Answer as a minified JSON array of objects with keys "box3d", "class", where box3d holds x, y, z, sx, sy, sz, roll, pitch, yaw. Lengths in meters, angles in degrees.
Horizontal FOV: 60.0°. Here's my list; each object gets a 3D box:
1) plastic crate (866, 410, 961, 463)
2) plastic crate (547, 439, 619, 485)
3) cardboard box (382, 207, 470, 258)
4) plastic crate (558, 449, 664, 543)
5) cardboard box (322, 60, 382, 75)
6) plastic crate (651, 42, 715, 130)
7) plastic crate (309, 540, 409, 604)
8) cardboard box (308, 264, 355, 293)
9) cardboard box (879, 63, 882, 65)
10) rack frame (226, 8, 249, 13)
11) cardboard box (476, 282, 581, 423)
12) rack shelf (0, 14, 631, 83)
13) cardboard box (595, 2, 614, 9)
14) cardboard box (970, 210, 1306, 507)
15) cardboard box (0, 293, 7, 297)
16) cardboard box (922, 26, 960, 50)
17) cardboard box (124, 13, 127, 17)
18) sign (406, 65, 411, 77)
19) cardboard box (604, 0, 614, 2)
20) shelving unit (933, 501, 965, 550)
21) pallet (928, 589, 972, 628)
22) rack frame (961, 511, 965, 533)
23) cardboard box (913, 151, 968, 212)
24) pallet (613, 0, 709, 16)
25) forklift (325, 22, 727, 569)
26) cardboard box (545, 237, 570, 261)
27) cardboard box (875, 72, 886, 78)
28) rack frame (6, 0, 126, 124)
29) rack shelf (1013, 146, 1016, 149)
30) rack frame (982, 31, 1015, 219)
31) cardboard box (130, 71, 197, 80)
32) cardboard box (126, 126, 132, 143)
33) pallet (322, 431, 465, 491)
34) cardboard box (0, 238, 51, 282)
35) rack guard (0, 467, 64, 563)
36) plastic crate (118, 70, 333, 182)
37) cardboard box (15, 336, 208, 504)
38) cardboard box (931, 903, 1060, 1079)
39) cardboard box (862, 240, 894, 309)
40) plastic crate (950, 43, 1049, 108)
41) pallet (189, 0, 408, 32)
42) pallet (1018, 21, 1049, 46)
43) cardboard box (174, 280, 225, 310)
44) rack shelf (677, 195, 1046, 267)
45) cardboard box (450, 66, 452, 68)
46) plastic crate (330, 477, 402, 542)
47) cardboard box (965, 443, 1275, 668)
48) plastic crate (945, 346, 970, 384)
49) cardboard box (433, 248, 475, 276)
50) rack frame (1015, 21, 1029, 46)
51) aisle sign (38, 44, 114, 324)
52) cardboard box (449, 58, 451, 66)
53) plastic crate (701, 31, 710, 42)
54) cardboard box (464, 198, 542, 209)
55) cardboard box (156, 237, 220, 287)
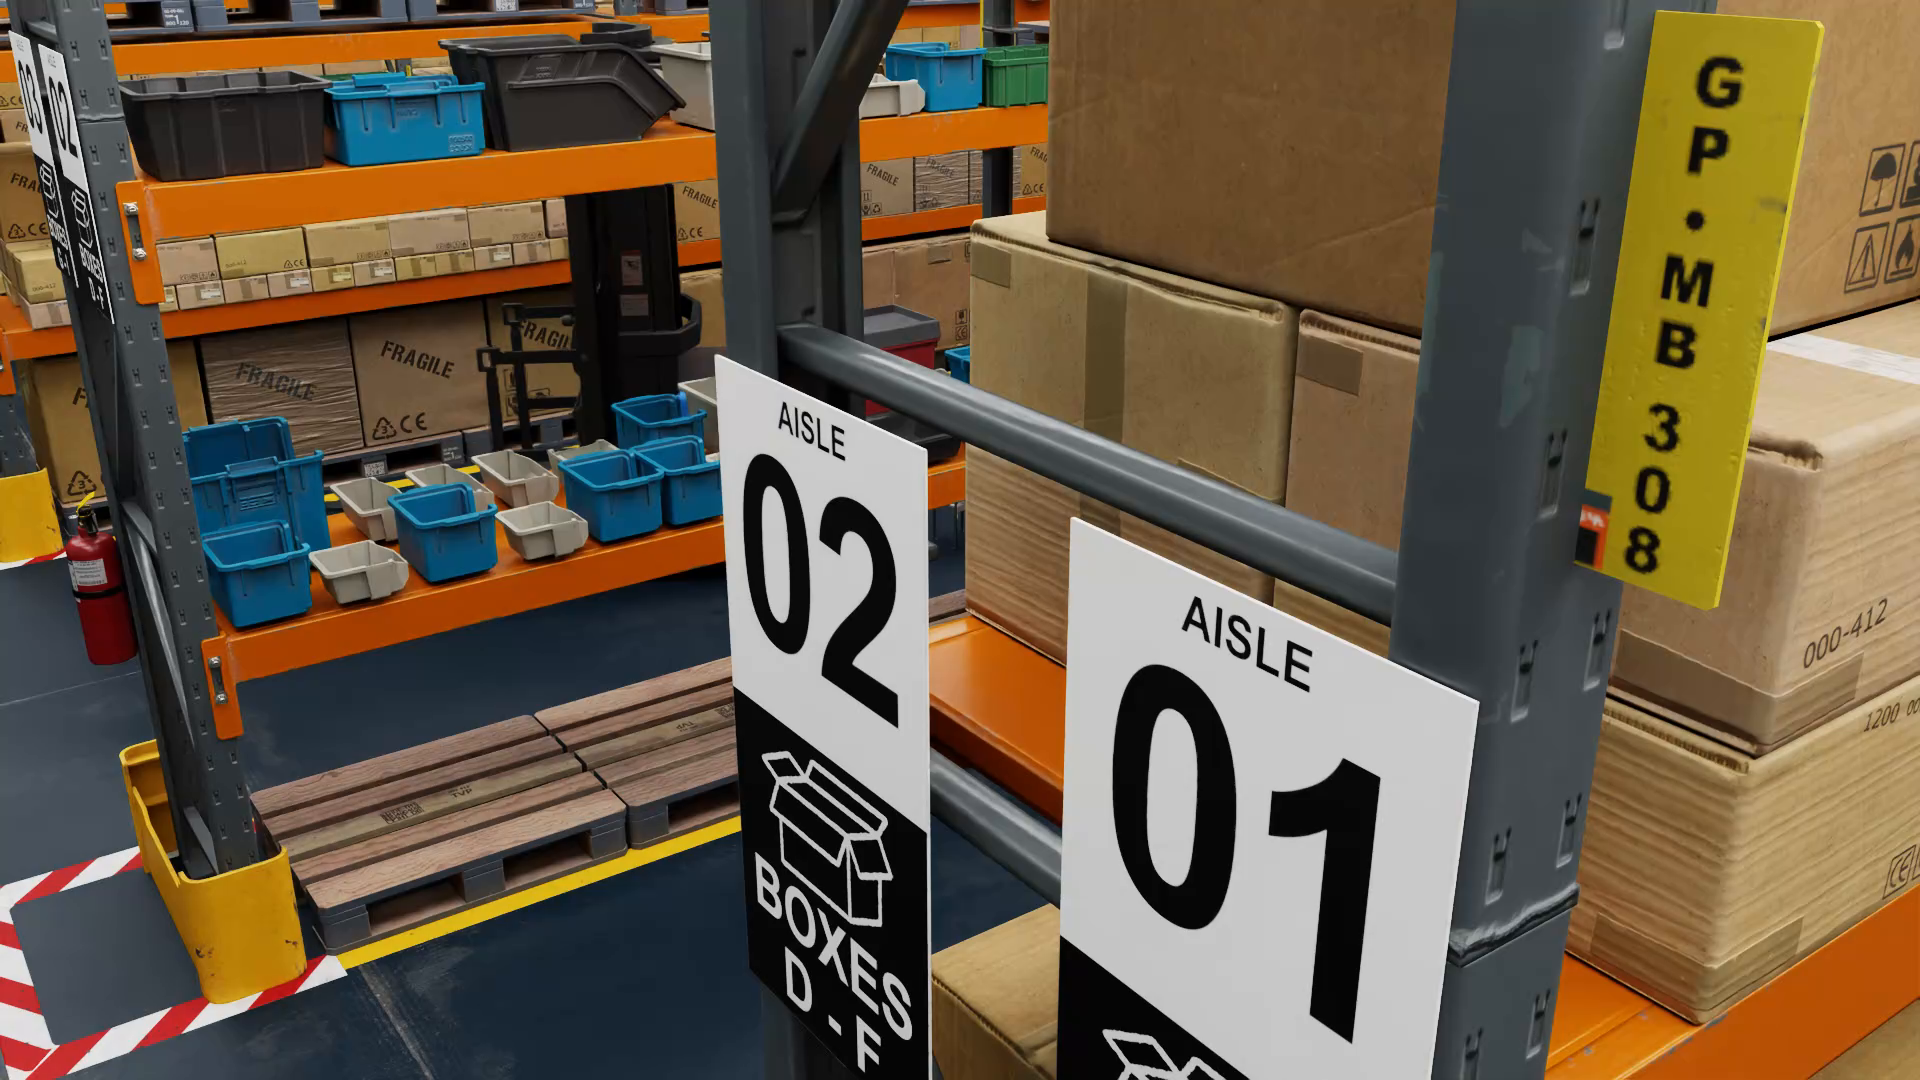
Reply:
[{"box3d":[-0.306,-0.423,7.198,0.590,0.125,0.437,-15,26,-33],"class":"plastic crate"},{"box3d":[-1.560,-0.312,6.905,0.250,0.136,0.298,-15,26,-33],"class":"plastic crate"},{"box3d":[-3.485,-2.006,10.678,0.500,0.250,0.500,-14,26,-32],"class":"cardboard box"},{"box3d":[-1.340,-0.169,6.418,0.300,0.233,0.416,-15,26,-33],"class":"plastic crate"},{"box3d":[-5.485,-4.316,14.779,0.500,0.500,0.500,-16,27,-35],"class":"cardboard box"},{"box3d":[-0.822,-1.705,6.234,0.530,0.282,0.437,-15,26,-33],"class":"plastic crate"},{"box3d":[-2.100,0.116,5.833,0.298,0.136,0.250,-15,26,-33],"class":"plastic crate"},{"box3d":[-3.965,-1.664,10.358,0.250,0.149,0.380,-16,27,-34],"class":"cardboard box"},{"box3d":[-1.081,-4.889,17.966,0.500,0.500,0.500,-15,26,-33],"class":"cardboard box"},{"box3d":[-8.235,-5.317,19.174,0.127,3.000,1.000,-15,26,-33],"class":"rack frame"},{"box3d":[-3.029,-1.425,11.720,0.875,0.875,0.875,-15,26,-33],"class":"cardboard box"},{"box3d":[-4.070,-2.962,10.195,4.000,0.370,1.077,-15,26,-33],"class":"rack shelf"},{"box3d":[-4.487,-6.590,21.261,0.500,0.500,0.500,-16,27,-34],"class":"cardboard box"},{"box3d":[0.357,-0.232,1.912,0.500,0.250,0.500,-15,26,-33],"class":"cardboard box"},{"box3d":[-7.933,-2.029,13.813,0.250,0.149,0.380,-14,26,-31],"class":"cardboard box"},{"box3d":[-0.405,-5.653,18.531,0.500,0.500,0.700,-15,26,-33],"class":"cardboard box"},{"box3d":[-8.873,-5.535,18.237,0.500,0.500,0.500,-15,26,-34],"class":"cardboard box"},{"box3d":[-4.938,-4.090,14.931,0.005,0.325,0.100,-15,26,-33],"class":"sign"},{"box3d":[-4.368,-6.860,21.937,0.500,0.500,0.500,-15,26,-34],"class":"cardboard box"},{"box3d":[-0.007,-0.416,9.725,0.210,0.900,0.258,-15,26,-33],"class":"shelving unit"},{"box3d":[-0.129,0.620,8.057,1.213,0.211,1.003,-15,26,-33],"class":"pallet"},{"box3d":[0.076,-0.438,9.780,0.006,0.900,0.240,-15,26,-33],"class":"rack frame"},{"box3d":[-0.284,-2.847,12.849,0.500,0.500,0.500,-16,27,-35],"class":"cardboard box"},{"box3d":[-1.732,-3.853,11.716,1.217,0.209,0.805,-16,27,-35],"class":"pallet"},{"box3d":[-2.283,-1.306,9.214,3.031,2.935,1.130,-3,22,-6],"class":"forklift"},{"box3d":[-2.712,-1.998,11.196,0.250,0.149,0.380,-14,26,-32],"class":"cardboard box"},{"box3d":[-0.874,-3.273,12.563,0.637,0.503,0.797,-14,26,-31],"class":"cardboard box"},{"box3d":[-2.801,-2.766,4.686,0.127,3.000,1.000,-15,26,-33],"class":"rack frame"},{"box3d":[2.069,-2.337,8.630,4.000,0.370,1.077,-15,26,-33],"class":"rack shelf"},{"box3d":[0.446,-0.846,7.968,0.127,3.000,1.000,-15,26,-33],"class":"rack frame"},{"box3d":[-6.736,-3.979,13.934,0.500,0.500,0.500,-16,27,-34],"class":"cardboard box"},{"box3d":[-7.158,-3.408,13.854,0.500,0.500,0.500,-15,26,-32],"class":"cardboard box"},{"box3d":[-4.101,-0.634,11.200,1.213,0.211,1.003,-15,26,-33],"class":"pallet"},{"box3d":[-5.456,-1.723,9.968,0.500,0.250,0.500,-15,26,-34],"class":"cardboard box"},{"box3d":[-5.713,-0.304,9.983,0.348,0.500,1.175,-15,26,-33],"class":"rack guard"},{"box3d":[-2.326,-1.312,5.265,0.590,0.269,0.497,-15,26,-33],"class":"plastic crate"},{"box3d":[-5.221,-0.841,10.256,0.875,0.875,0.875,-15,26,-33],"class":"cardboard box"},{"box3d":[0.289,0.821,2.307,0.500,0.500,0.500,-15,26,-33],"class":"cardboard box"},{"box3d":[-1.214,-1.882,12.866,0.875,0.875,1.225,-16,27,-35],"class":"cardboard box"},{"box3d":[0.278,-1.958,6.994,0.662,0.188,0.450,-15,26,-33],"class":"plastic crate"},{"box3d":[-4.107,-3.251,10.069,1.213,0.211,1.003,-15,26,-33],"class":"pallet"},{"box3d":[1.025,-2.350,7.946,1.003,0.211,1.213,-15,26,-33],"class":"pallet"},{"box3d":[-4.587,-1.499,9.945,0.250,0.149,0.380,-15,26,-34],"class":"cardboard box"},{"box3d":[-0.823,-2.434,12.920,4.000,0.370,1.077,-15,26,-33],"class":"rack shelf"},{"box3d":[-6.070,-5.706,20.351,0.500,0.250,0.500,-15,26,-33],"class":"cardboard box"},{"box3d":[-2.245,-0.116,6.415,0.243,0.136,0.396,-15,26,-33],"class":"plastic crate"},{"box3d":[0.352,-0.003,2.011,0.500,0.250,0.500,-15,26,-33],"class":"cardboard box"},{"box3d":[0.266,-0.662,7.449,0.575,0.384,0.392,-15,26,-33],"class":"plastic crate"},{"box3d":[-3.338,-1.831,10.778,0.250,0.149,0.380,-14,26,-32],"class":"cardboard box"},{"box3d":[0.800,-3.201,13.872,0.127,3.000,1.000,-15,26,-33],"class":"rack frame"},{"box3d":[-2.686,-1.082,5.054,0.004,0.787,0.394,-15,26,-33],"class":"aisle sign"},{"box3d":[-6.050,-5.935,20.250,0.500,0.250,0.500,-16,27,-34],"class":"cardboard box"},{"box3d":[-0.723,-1.992,6.969,0.590,0.269,0.497,-15,26,-33],"class":"plastic crate"},{"box3d":[-3.073,-2.465,10.816,0.500,0.500,0.500,-15,26,-32],"class":"cardboard box"},{"box3d":[-4.728,-1.675,9.849,0.500,0.250,0.500,-15,26,-33],"class":"cardboard box"}]
